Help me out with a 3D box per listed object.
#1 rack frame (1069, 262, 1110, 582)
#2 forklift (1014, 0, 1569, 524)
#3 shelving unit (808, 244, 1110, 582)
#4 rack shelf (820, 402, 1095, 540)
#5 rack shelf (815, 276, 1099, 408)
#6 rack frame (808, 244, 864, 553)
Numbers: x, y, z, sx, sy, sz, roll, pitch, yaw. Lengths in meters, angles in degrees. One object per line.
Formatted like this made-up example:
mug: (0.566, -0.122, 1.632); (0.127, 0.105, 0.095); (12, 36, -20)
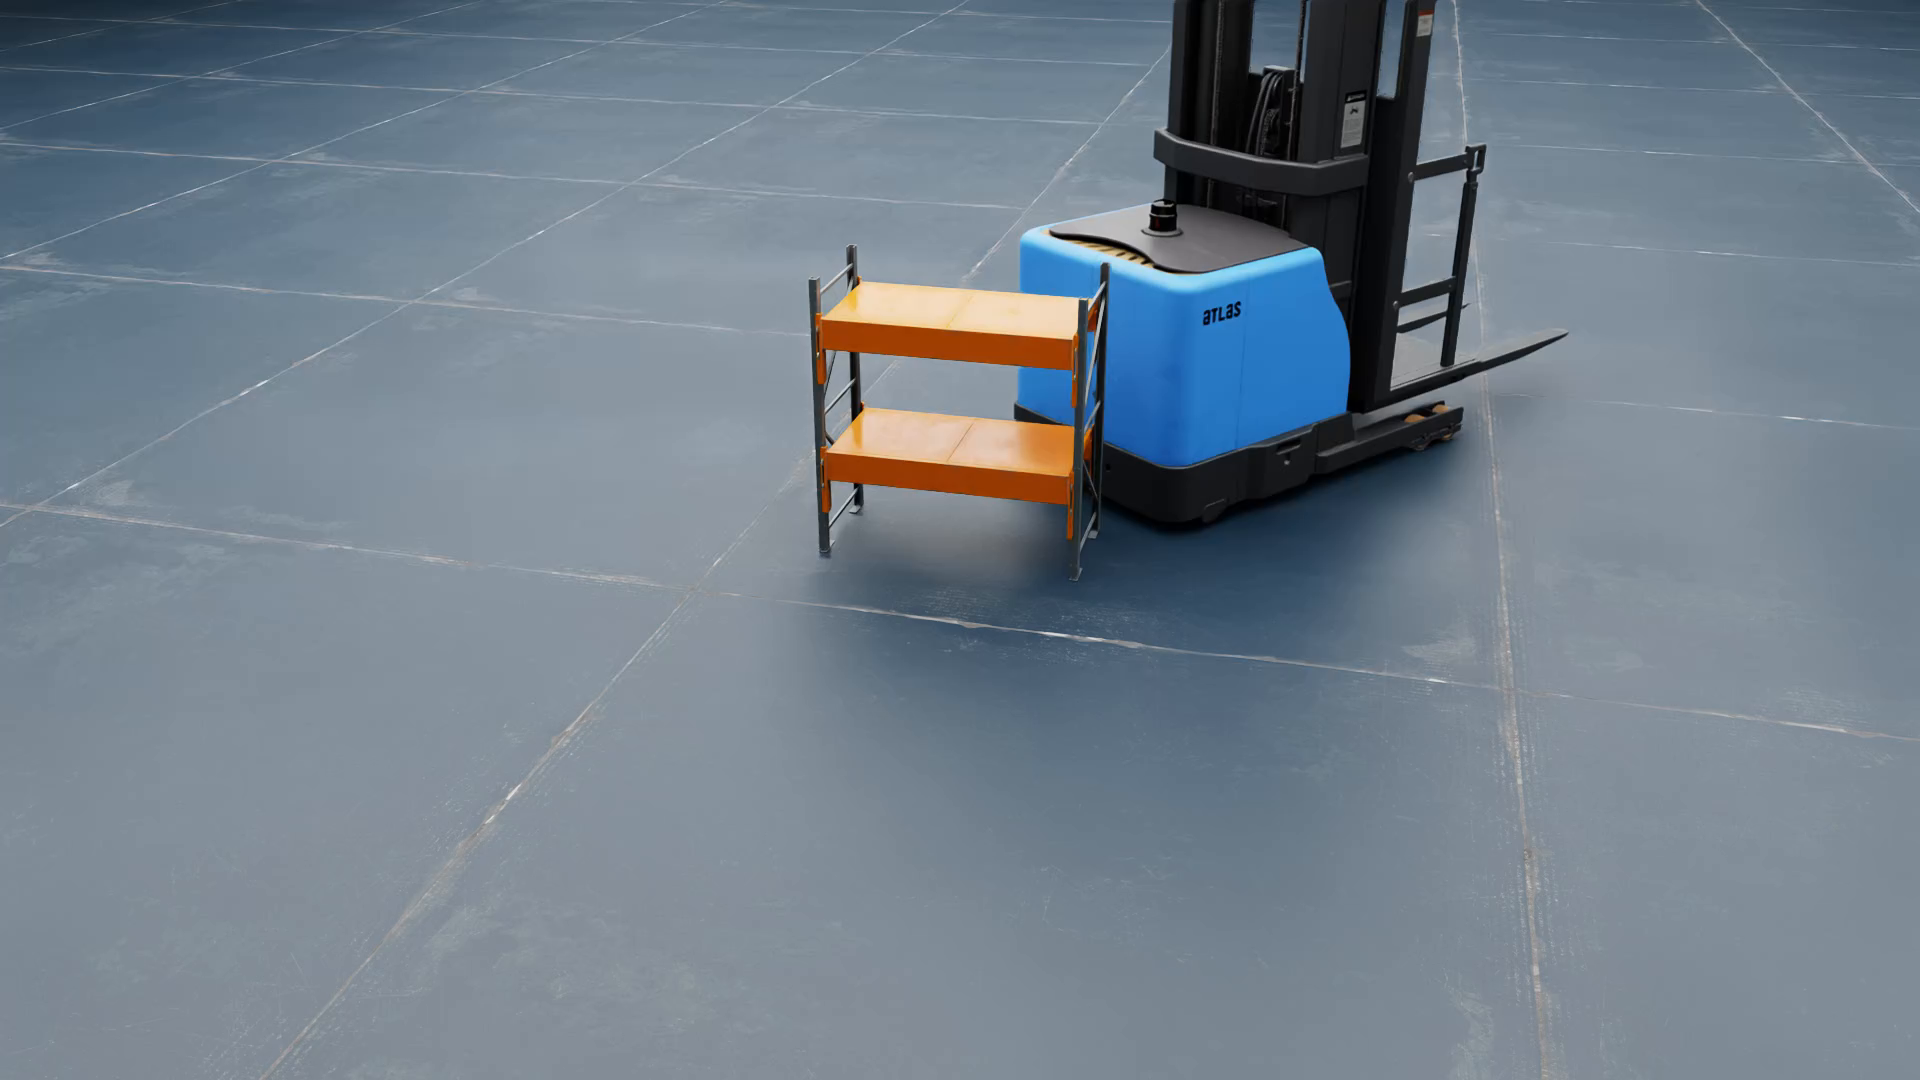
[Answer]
rack frame: (0.499, -0.453, 6.392); (0.032, 1.125, 0.500); (6, 26, 13)
forklift: (1.706, -1.890, 7.309); (3.031, 2.935, 1.130); (-19, 31, -34)
shelving unit: (0.007, -0.507, 6.507); (1.048, 1.125, 0.538); (6, 26, 13)
rack shelf: (0.007, -0.286, 6.612); (1.000, 0.278, 0.538); (6, 26, 13)
rack shelf: (0.007, -0.771, 6.381); (1.000, 0.278, 0.538); (6, 26, 13)
rack frame: (-0.486, -0.562, 6.621); (0.032, 1.125, 0.500); (6, 26, 13)
